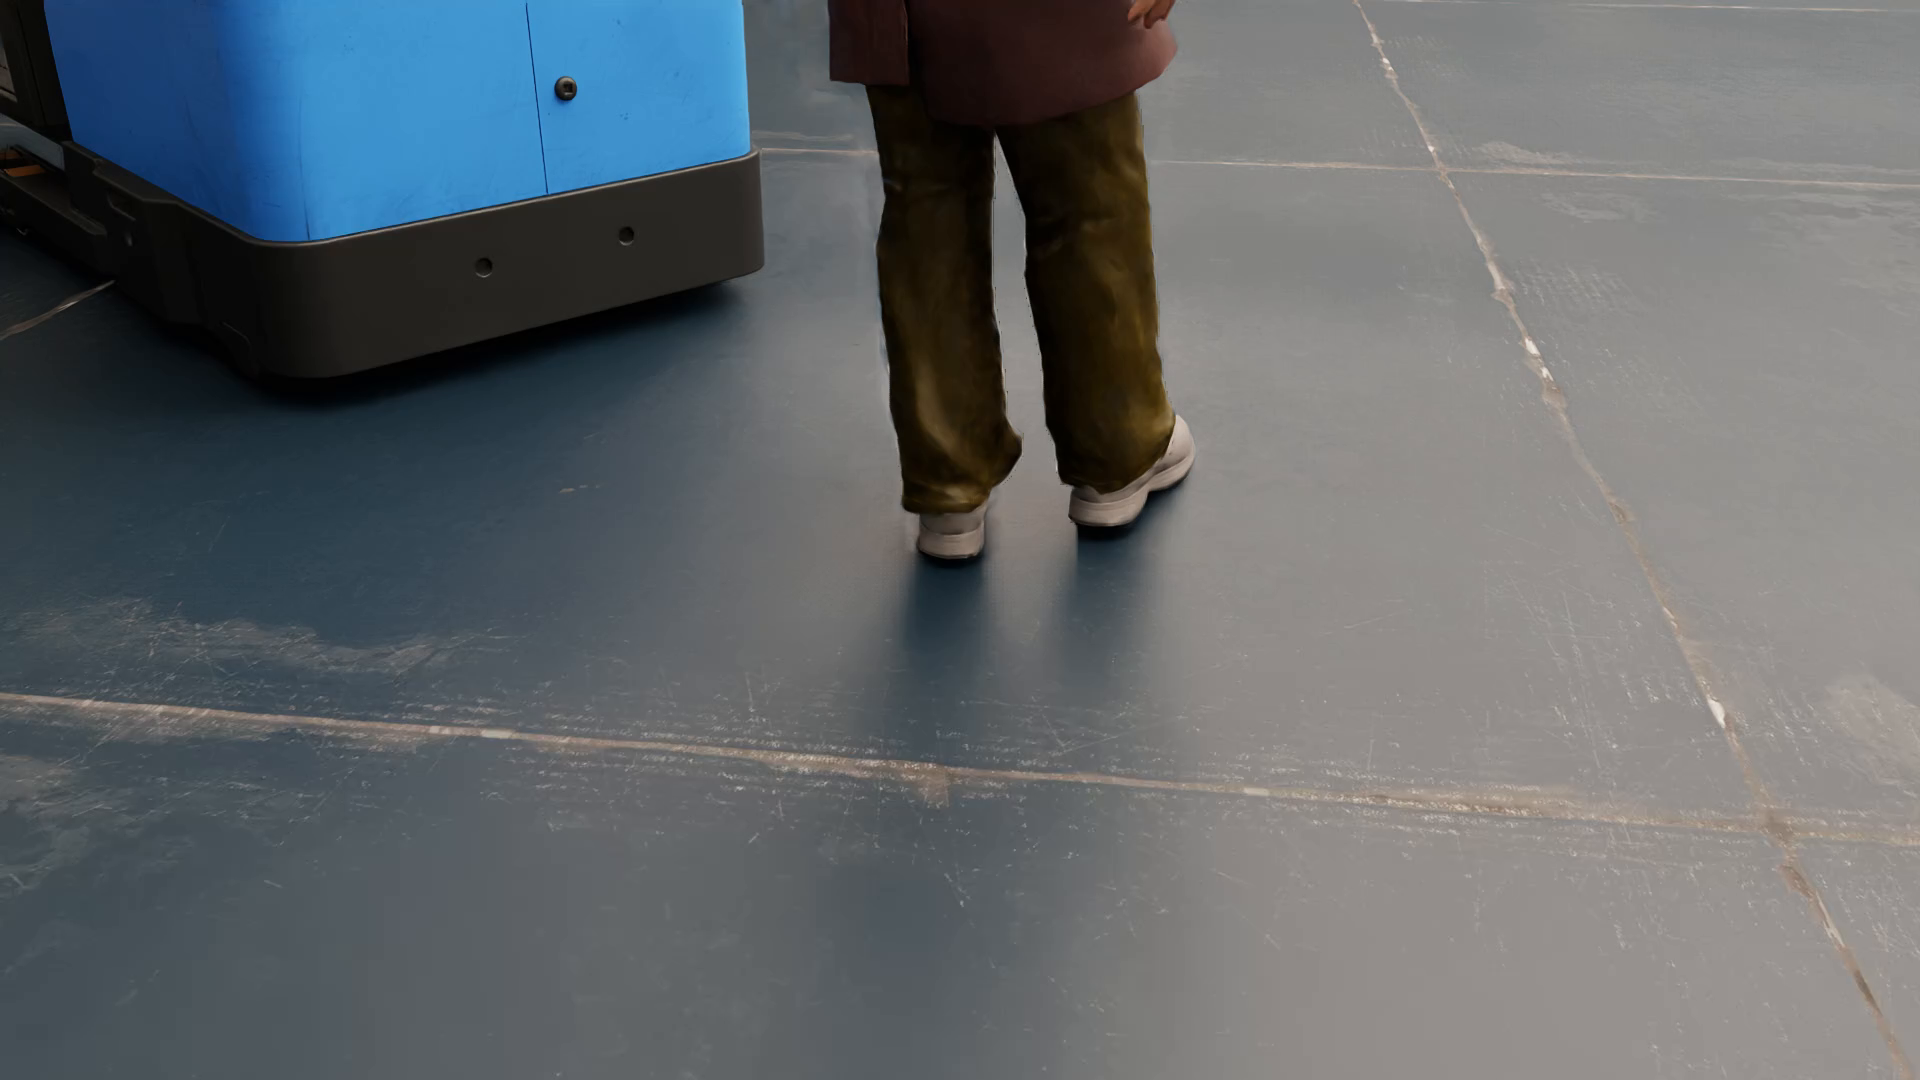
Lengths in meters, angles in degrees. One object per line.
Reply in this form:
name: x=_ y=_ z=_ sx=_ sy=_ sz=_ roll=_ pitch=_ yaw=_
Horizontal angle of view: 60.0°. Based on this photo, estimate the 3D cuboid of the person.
person: x=0.106 y=-0.846 z=2.191 sx=0.671 sy=1.775 sz=0.700 roll=-22 pitch=34 yaw=-37

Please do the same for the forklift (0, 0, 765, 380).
forklift: x=-1.774 y=-2.166 z=3.559 sx=1.130 sy=2.935 sz=3.031 roll=-22 pitch=34 yaw=-37
